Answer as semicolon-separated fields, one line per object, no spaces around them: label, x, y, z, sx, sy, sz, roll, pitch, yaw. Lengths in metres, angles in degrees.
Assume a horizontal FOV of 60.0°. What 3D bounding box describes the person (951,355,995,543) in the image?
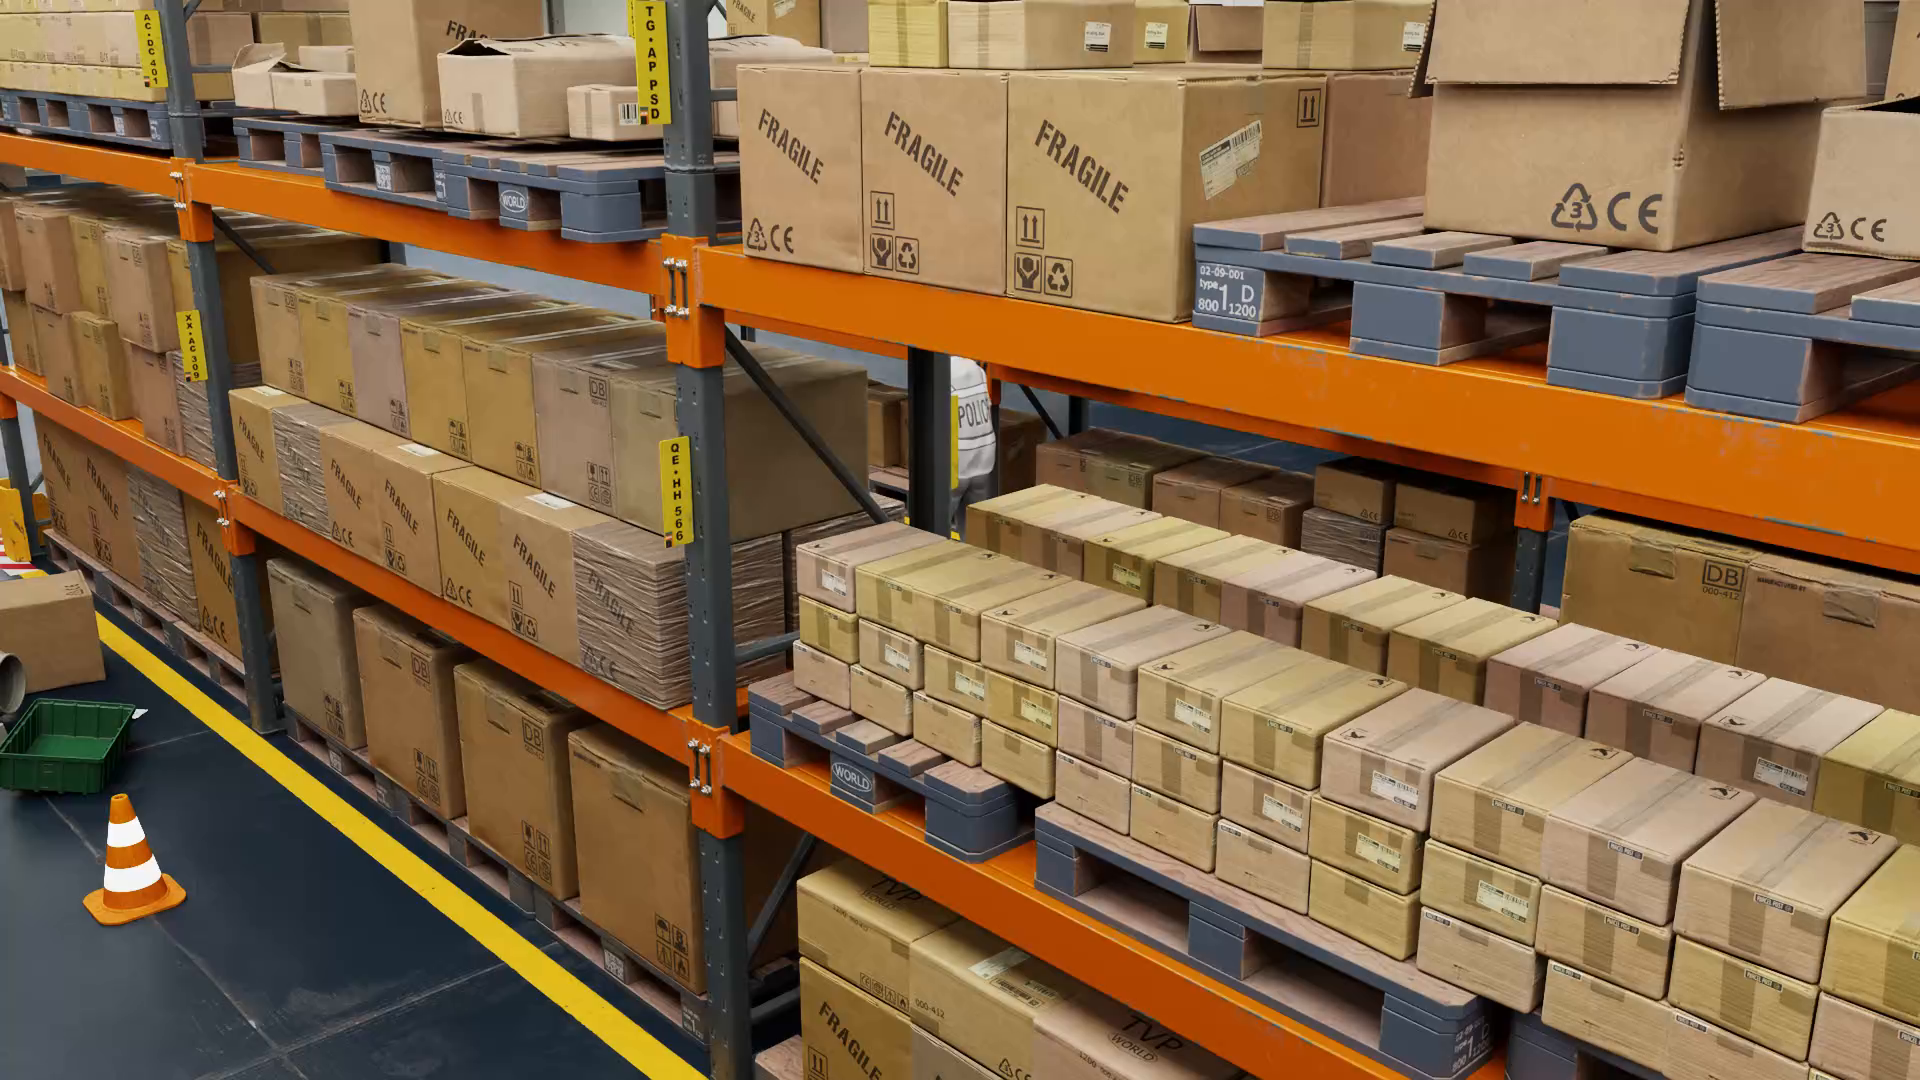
person;-0.035;-0.446;9.974;0.443;1.749;0.606;16;23;41
